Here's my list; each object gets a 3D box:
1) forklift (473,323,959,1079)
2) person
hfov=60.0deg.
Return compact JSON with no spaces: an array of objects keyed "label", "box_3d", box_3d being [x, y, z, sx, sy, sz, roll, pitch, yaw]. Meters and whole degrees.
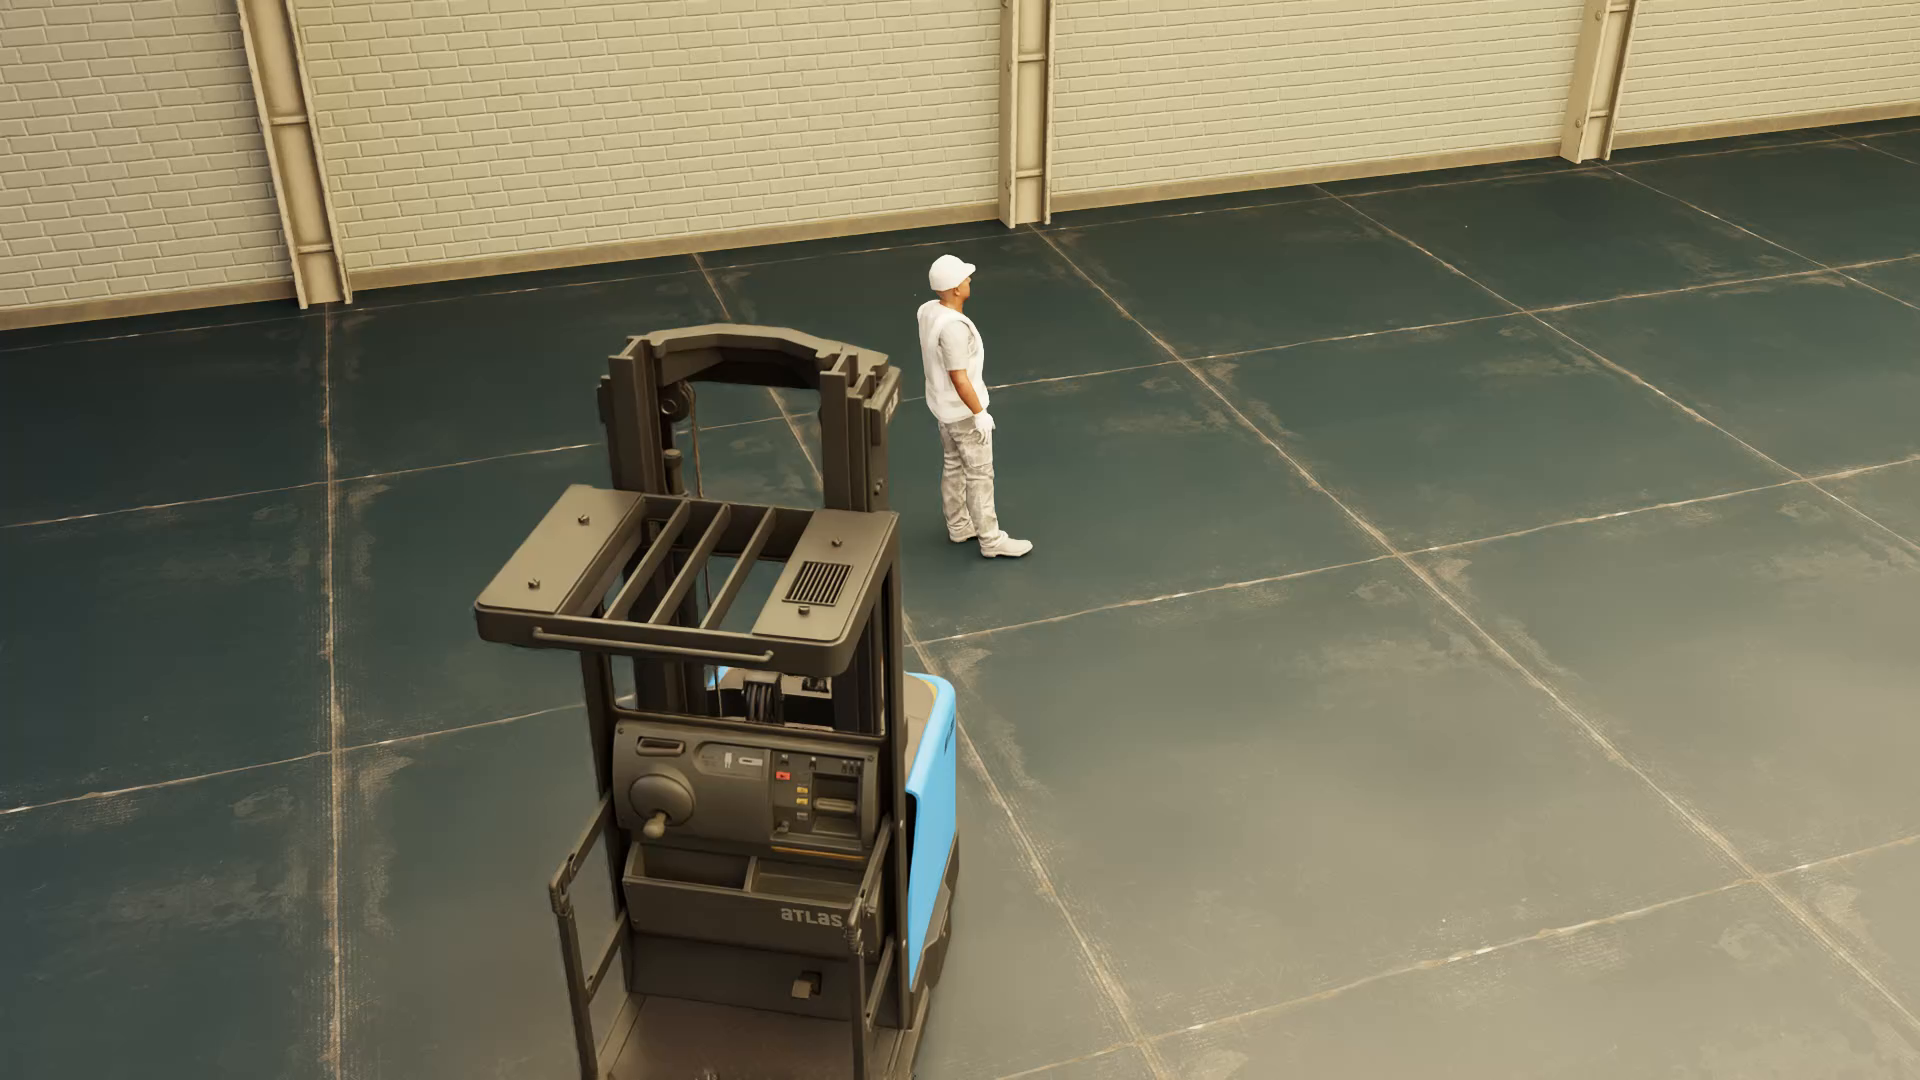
[{"label":"forklift","box_3d":[-12.419,2.243,3.188,23.089,2.935,12.463,5,30,9]},{"label":"person","box_3d":[0.080,-0.788,9.593,0.557,1.785,0.657,-10,31,-16]}]
